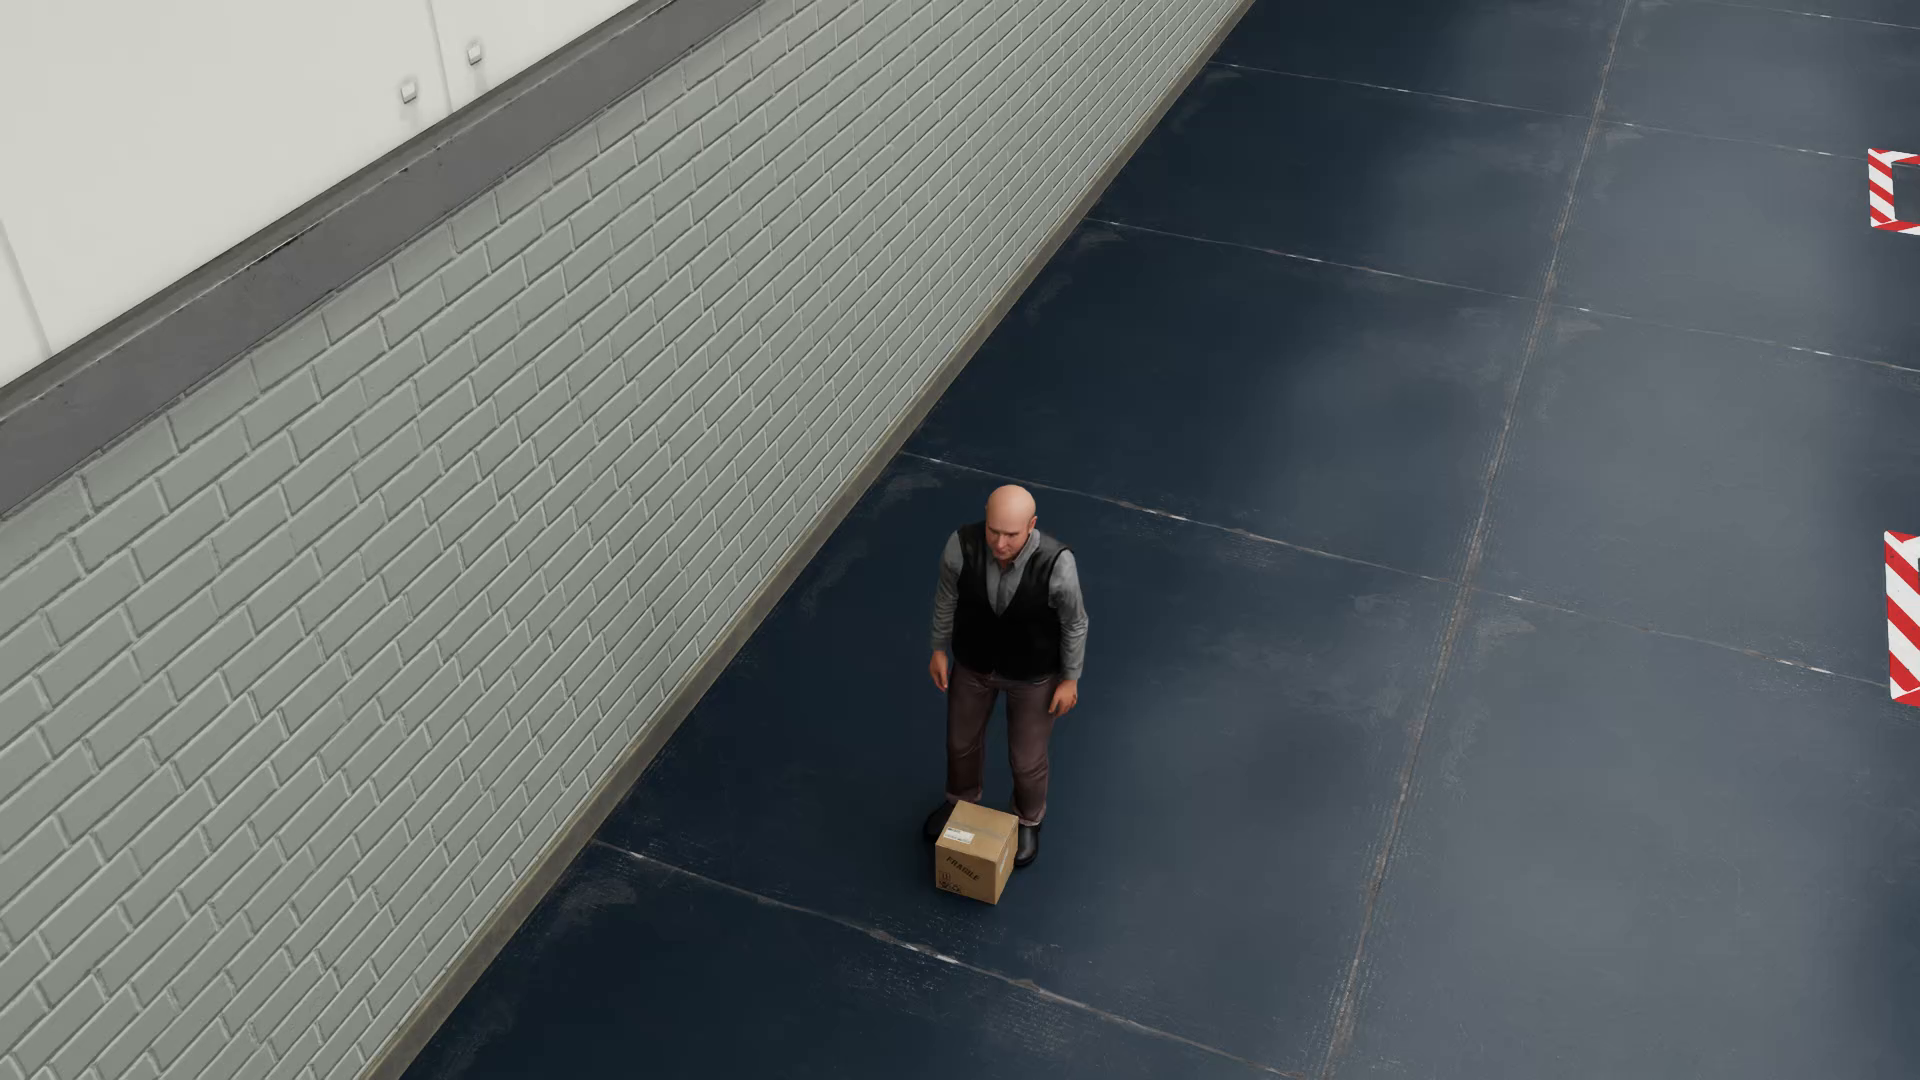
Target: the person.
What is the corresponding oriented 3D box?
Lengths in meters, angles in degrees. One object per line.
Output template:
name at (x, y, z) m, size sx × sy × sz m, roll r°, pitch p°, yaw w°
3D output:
person at (0.175, 0.470, 6.221) m, size 0.594 × 1.721 × 0.418 m, roll 12°, pitch 39°, yaw 16°
